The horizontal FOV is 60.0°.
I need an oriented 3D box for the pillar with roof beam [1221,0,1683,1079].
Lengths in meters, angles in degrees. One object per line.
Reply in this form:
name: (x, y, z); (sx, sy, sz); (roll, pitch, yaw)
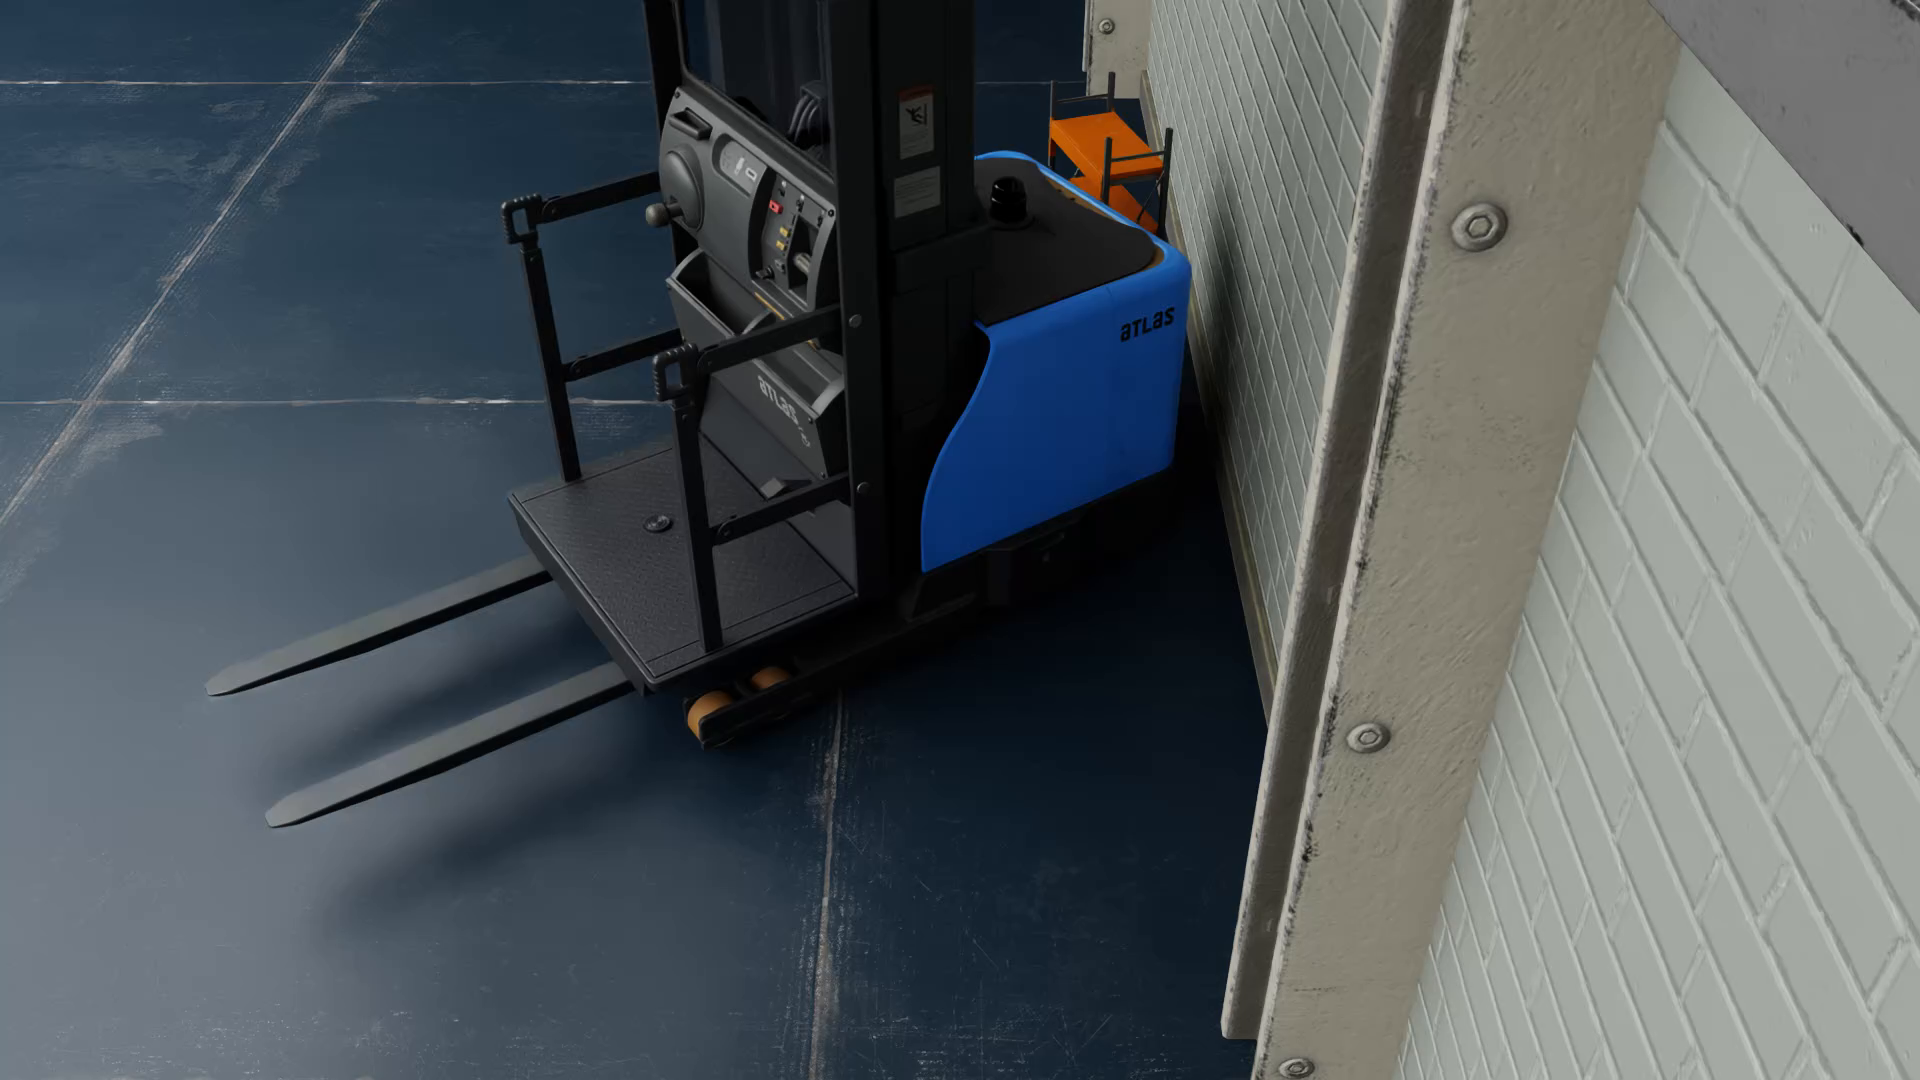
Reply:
pillar with roof beam: (-3.488, -2.167, 1.258); (9.100, 9.000, 0.400); (0, 39, 0)

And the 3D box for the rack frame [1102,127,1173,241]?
rack frame: (0.595, -0.881, 5.890); (0.240, 1.200, 0.015); (-12, 40, -15)

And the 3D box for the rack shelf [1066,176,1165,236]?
rack shelf: (0.515, -1.147, 5.972); (0.258, 0.148, 0.480); (-12, 40, -15)

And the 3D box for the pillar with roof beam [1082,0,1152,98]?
pillar with roof beam: (-3.495, -5.919, 5.940); (9.100, 9.000, 0.400); (0, 39, 0)

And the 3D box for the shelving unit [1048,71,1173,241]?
shelving unit: (0.515, -1.025, 6.070); (0.258, 1.200, 0.503); (-12, 40, -15)

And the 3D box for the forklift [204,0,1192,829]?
forklift: (-0.773, -0.905, 4.535); (3.031, 2.935, 1.130); (-23, 44, -26)

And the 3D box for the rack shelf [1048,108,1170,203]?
rack shelf: (0.515, -1.332, 5.824); (0.258, 0.148, 0.480); (-12, 40, -15)

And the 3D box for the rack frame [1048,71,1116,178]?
rack frame: (0.436, -1.169, 6.250); (0.240, 1.200, 0.015); (-12, 40, -15)
